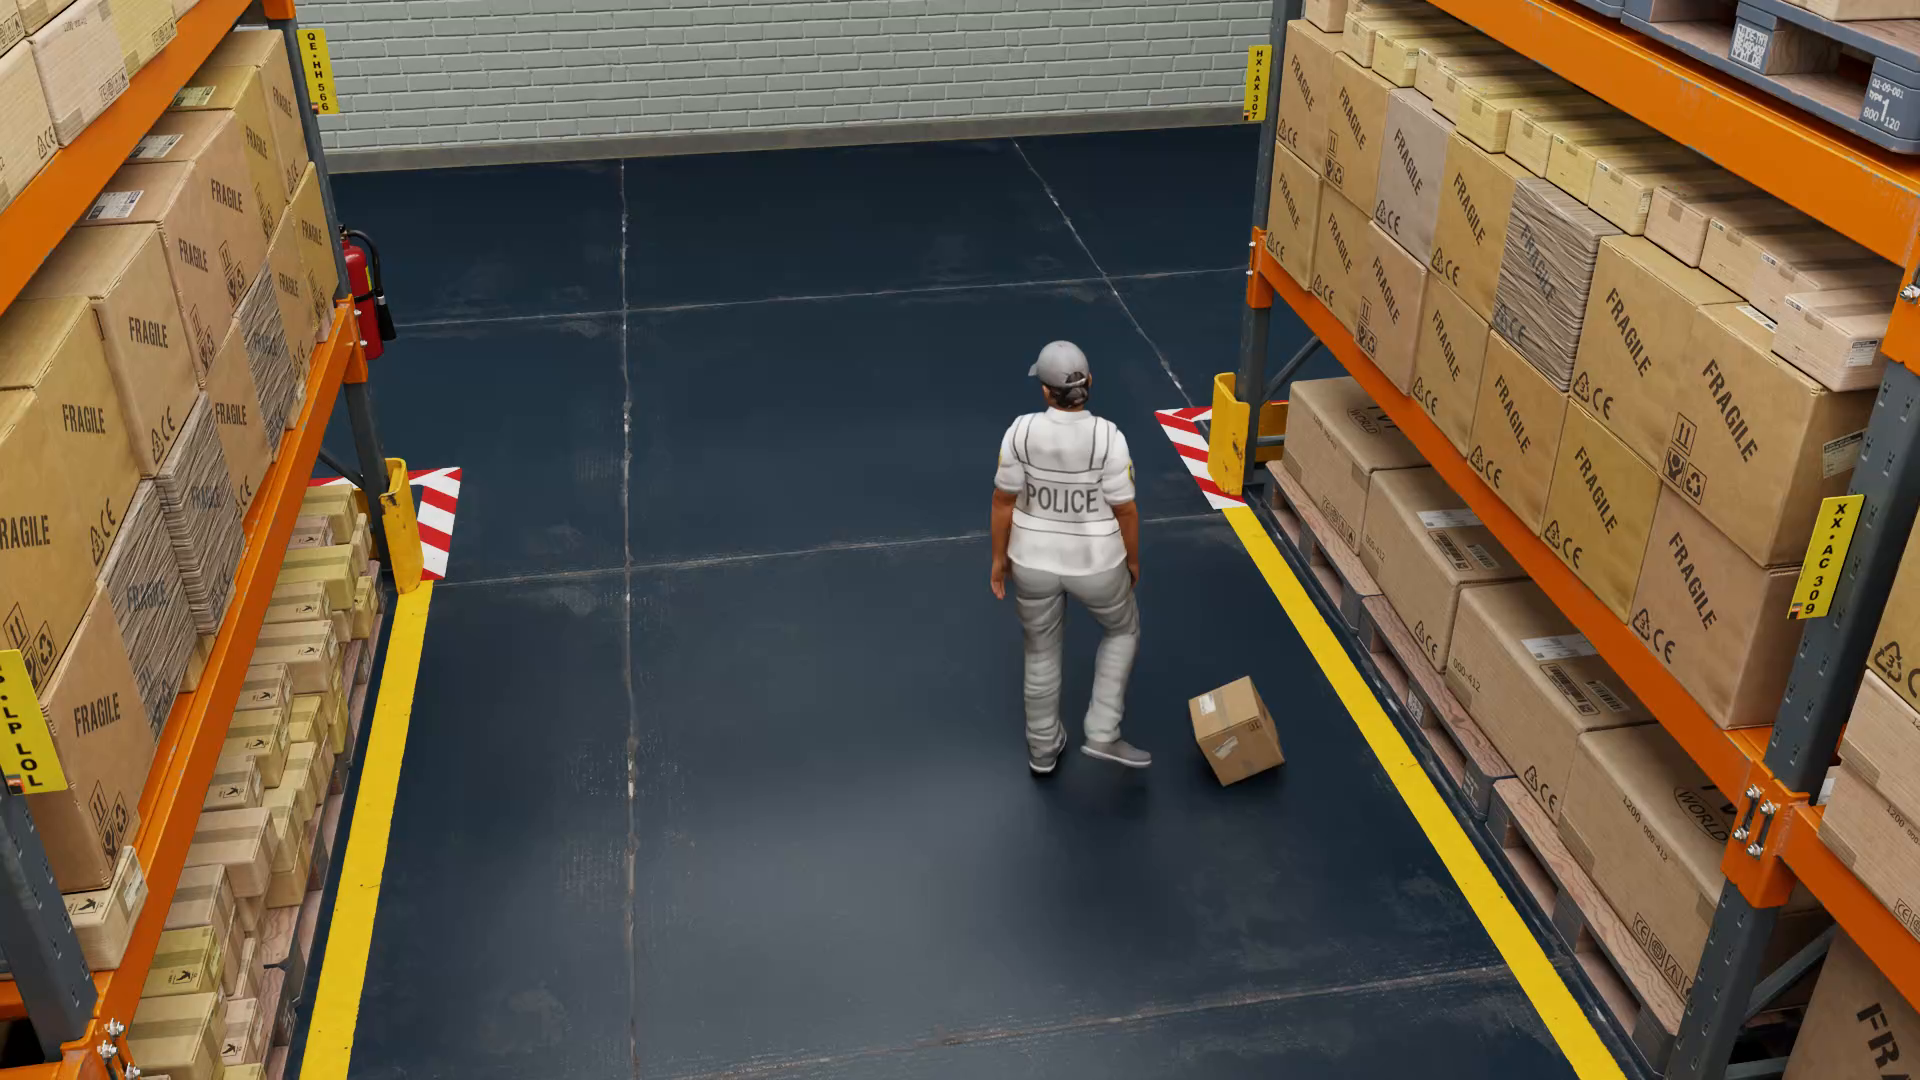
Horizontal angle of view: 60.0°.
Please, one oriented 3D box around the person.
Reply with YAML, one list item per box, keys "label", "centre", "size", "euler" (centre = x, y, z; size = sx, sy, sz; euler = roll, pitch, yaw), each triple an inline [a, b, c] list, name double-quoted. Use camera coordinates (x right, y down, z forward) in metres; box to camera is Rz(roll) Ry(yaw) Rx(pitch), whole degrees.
- label: "person"
  centre: [0.423, 0.094, 5.944]
  size: [0.640, 1.656, 0.463]
  euler: [7, 32, 12]
